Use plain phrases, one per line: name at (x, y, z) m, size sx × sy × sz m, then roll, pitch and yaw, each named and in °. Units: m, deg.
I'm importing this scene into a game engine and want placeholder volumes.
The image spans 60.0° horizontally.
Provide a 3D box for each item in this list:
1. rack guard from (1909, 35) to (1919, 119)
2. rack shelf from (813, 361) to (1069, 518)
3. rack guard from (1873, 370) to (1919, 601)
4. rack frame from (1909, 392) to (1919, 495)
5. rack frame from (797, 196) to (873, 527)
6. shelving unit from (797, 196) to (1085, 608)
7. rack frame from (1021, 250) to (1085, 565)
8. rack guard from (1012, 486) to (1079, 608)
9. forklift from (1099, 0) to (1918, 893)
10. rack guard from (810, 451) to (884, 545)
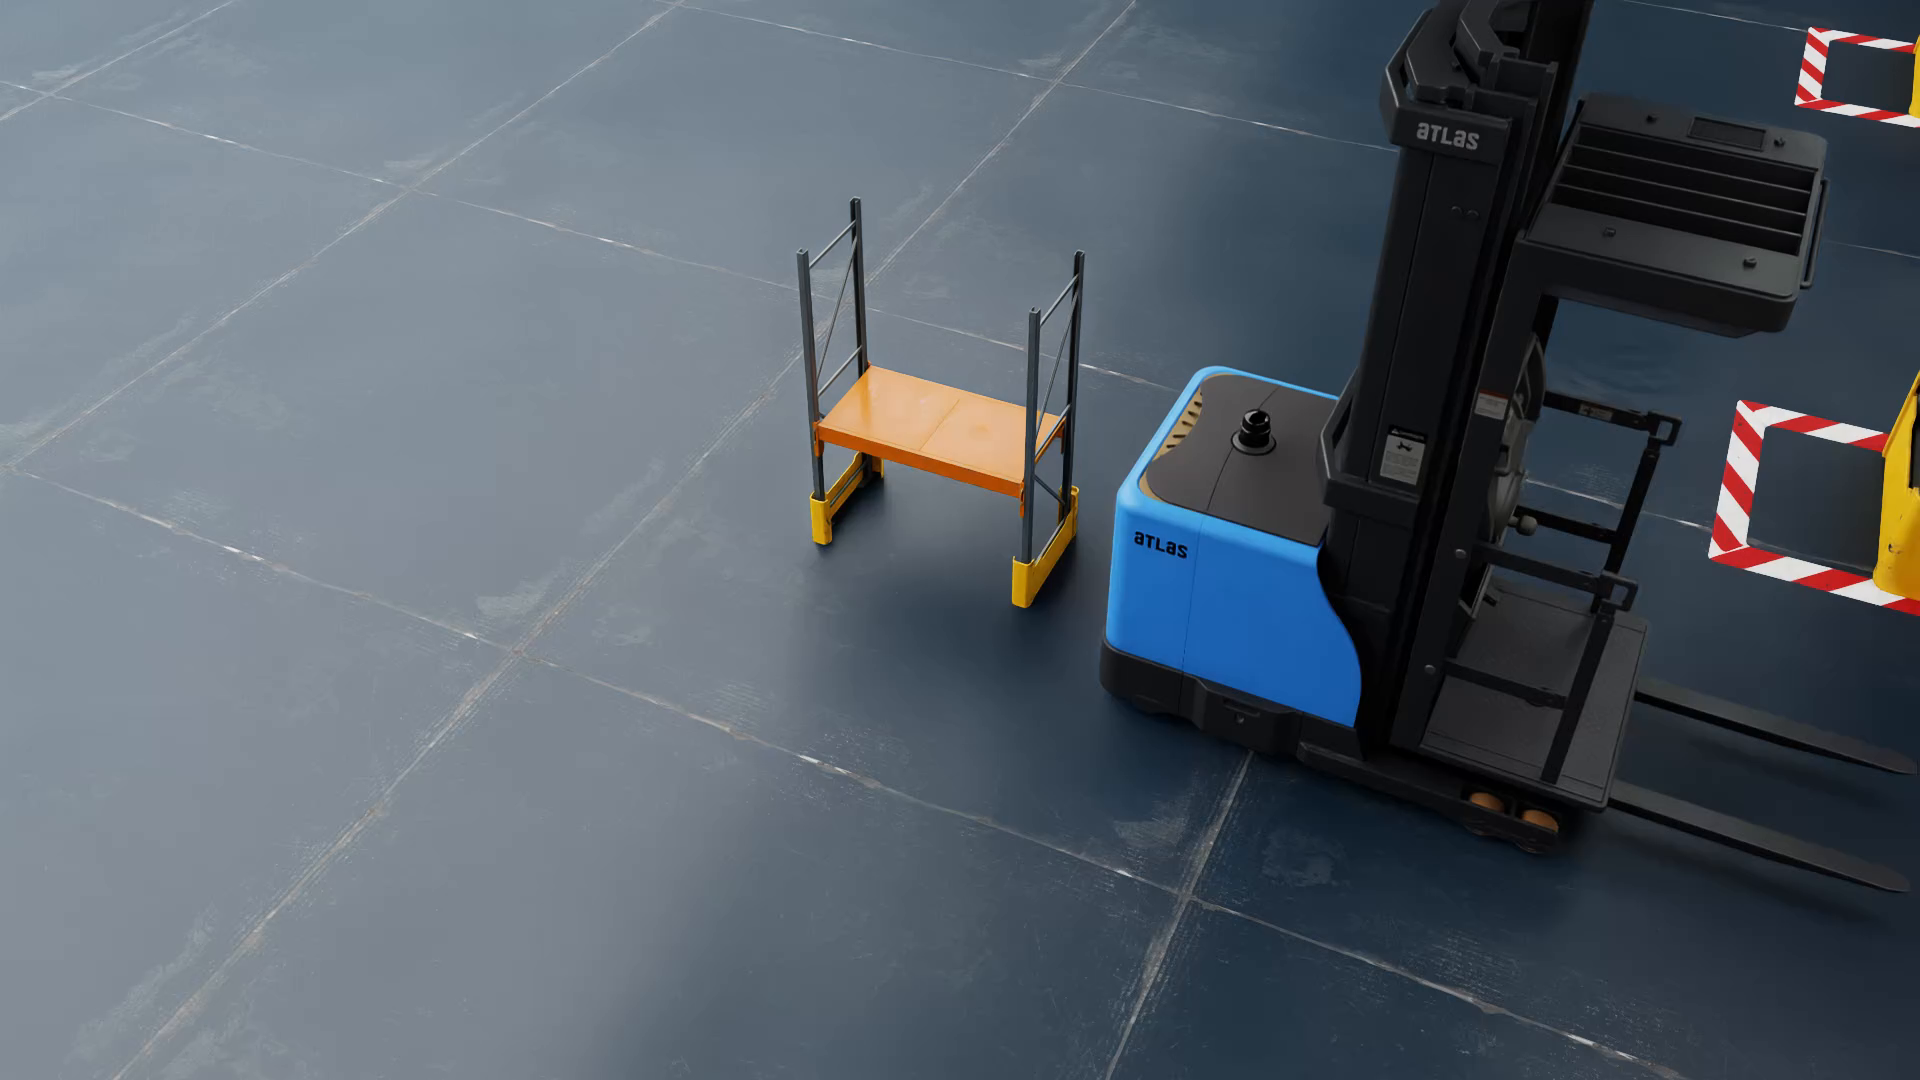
rack guard at (6.570, -3.241, 10.991) m, size 0.348 × 0.500 × 1.175 m, roll 17°, pitch 44°, yaw 19°
rack shelf at (-0.077, -0.454, 7.288) m, size 1.000 × 0.185 × 0.538 m, roll 17°, pitch 44°, yaw 19°
rack guard at (4.456, -0.273, 7.567) m, size 0.348 × 0.500 × 1.175 m, roll 17°, pitch 44°, yaw 19°
rack frame at (4.387, -1.238, 6.773) m, size 0.127 × 3.000 × 1.000 m, roll 17°, pitch 44°, yaw 19°
rack frame at (-0.538, -0.731, 7.332) m, size 0.032 × 1.500 × 0.500 m, roll 17°, pitch 44°, yaw 19°
shelving unit at (-0.069, -0.588, 7.167) m, size 1.083 × 1.500 × 0.587 m, roll 17°, pitch 44°, yaw 19°
rack frame at (0.383, -0.450, 7.008) m, size 0.032 × 1.500 × 0.500 m, roll 17°, pitch 44°, yaw 19°
rack guard at (0.382, 0.022, 7.417) m, size 0.087 × 0.250 × 0.587 m, roll 17°, pitch 44°, yaw 19°
forklift at (2.129, -0.327, 5.773) m, size 3.031 × 2.935 × 1.130 m, roll 18°, pitch 44°, yaw 19°
rack guard at (-0.520, -0.253, 7.736) m, size 0.087 × 0.250 × 0.587 m, roll 17°, pitch 44°, yaw 19°
